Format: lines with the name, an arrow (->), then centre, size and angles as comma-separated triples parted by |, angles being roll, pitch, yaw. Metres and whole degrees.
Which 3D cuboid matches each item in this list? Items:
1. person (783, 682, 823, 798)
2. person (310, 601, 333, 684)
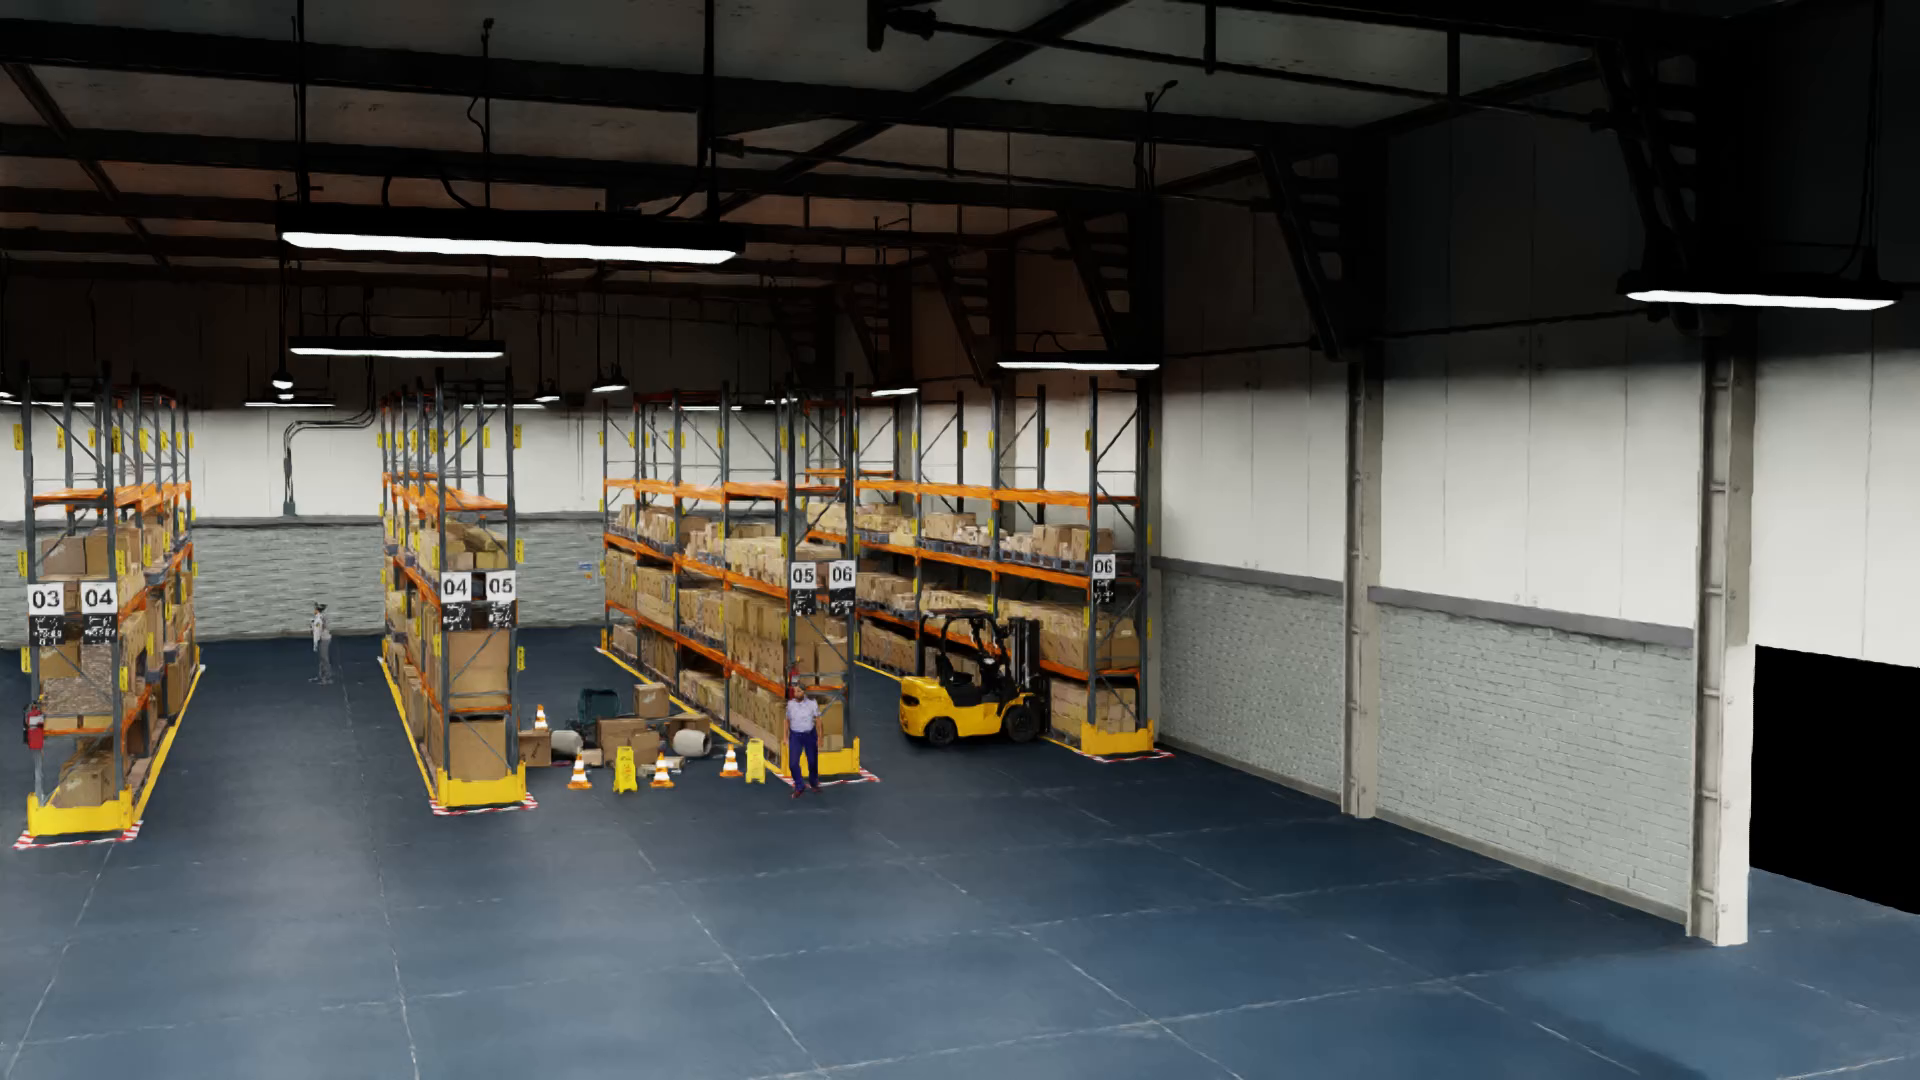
person -> -2.196, 2.790, 23.506 | 0.576, 1.627, 0.587 | 1, 3, 9
person -> -13.159, 2.097, 34.212 | 0.525, 1.669, 0.565 | 0, 3, -5
